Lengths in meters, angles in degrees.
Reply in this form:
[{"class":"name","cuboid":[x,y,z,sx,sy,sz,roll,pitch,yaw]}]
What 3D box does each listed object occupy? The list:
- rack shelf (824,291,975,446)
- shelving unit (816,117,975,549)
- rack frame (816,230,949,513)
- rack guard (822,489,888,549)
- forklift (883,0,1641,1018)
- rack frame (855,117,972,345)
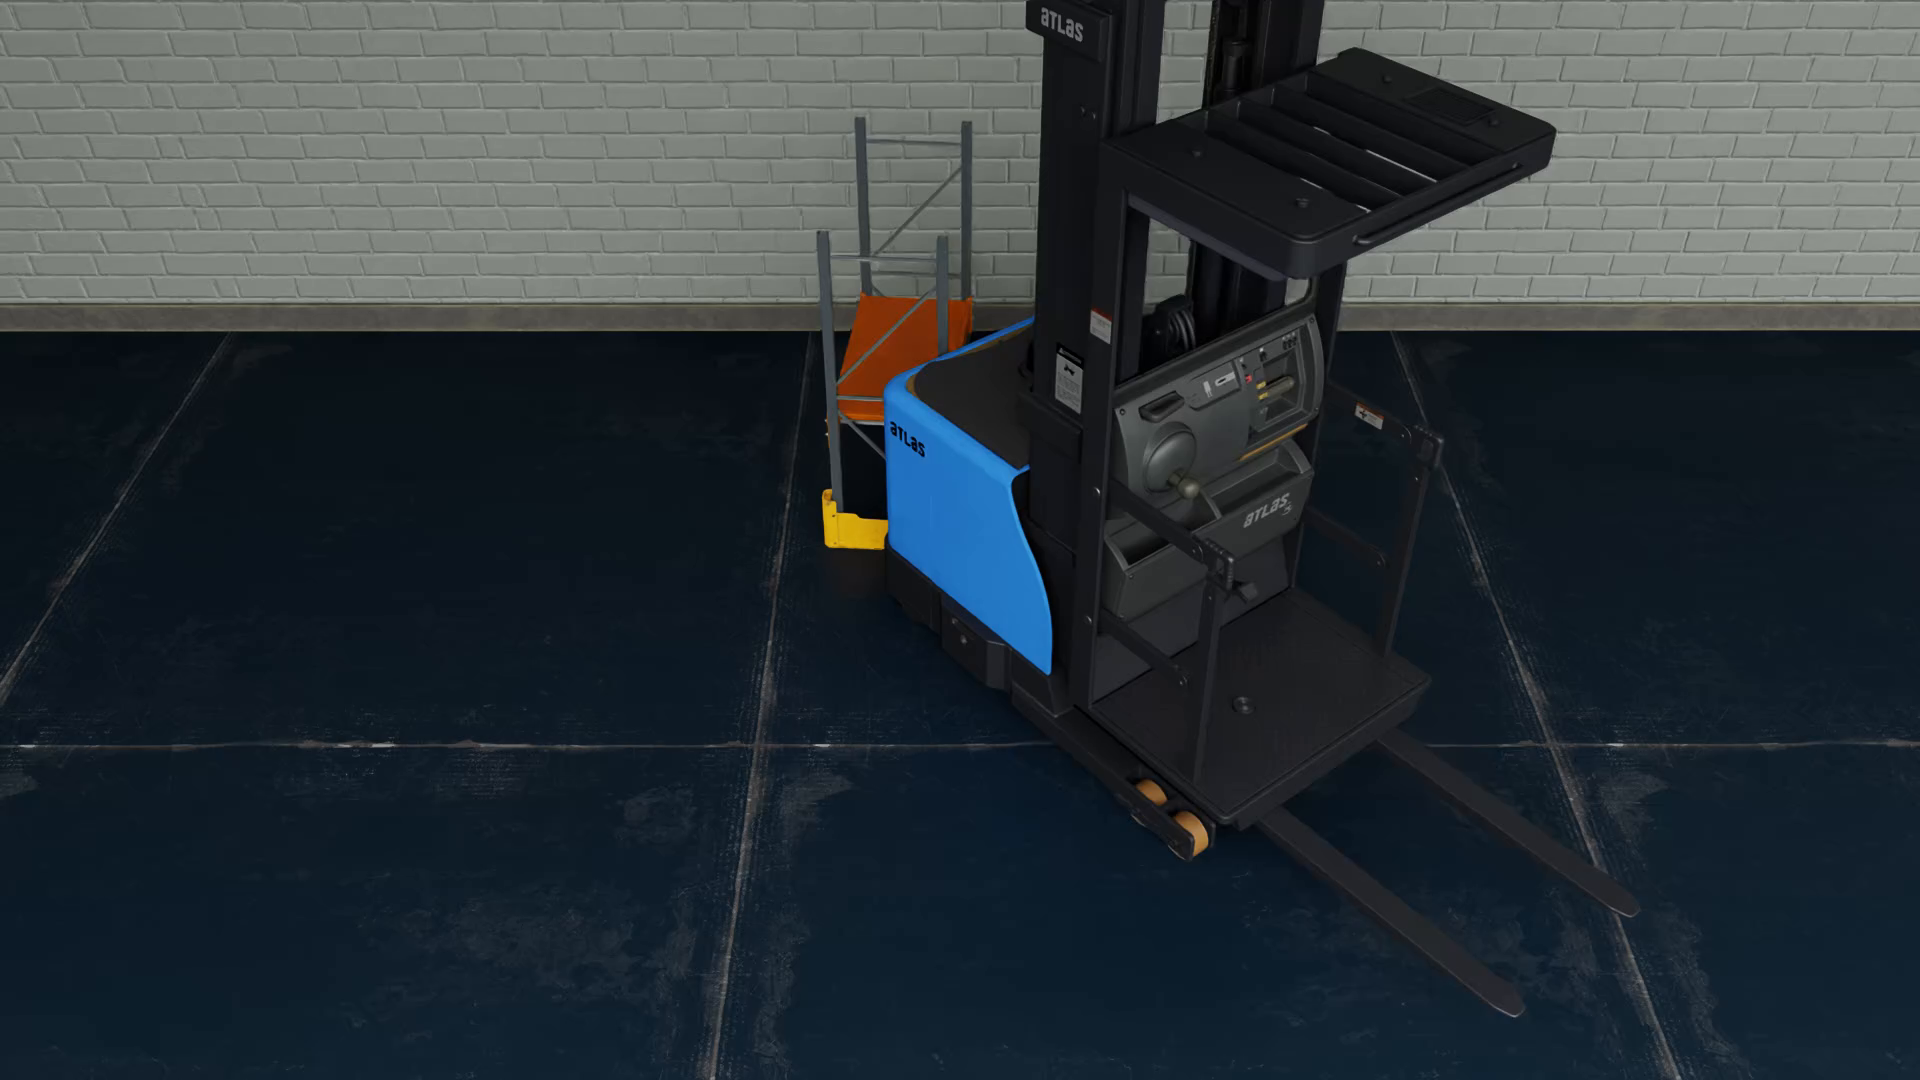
[{"class":"rack shelf","cuboid":[-0.247,-0.744,7.266,0.538,0.185,1.000,3,39,4]},{"class":"shelving unit","cuboid":[-0.247,-0.878,7.147,0.587,1.500,1.083,3,39,4]},{"class":"rack frame","cuboid":[-0.294,-0.567,6.759,0.500,1.500,0.032,3,39,4]},{"class":"rack guard","cuboid":[-0.294,-0.081,7.151,0.587,0.250,0.087,3,39,4]},{"class":"forklift","cuboid":[1.006,-0.380,5.380,1.130,2.935,3.031,-27,46,-29]},{"class":"rack frame","cuboid":[-0.199,-1.200,7.549,0.500,1.500,0.032,3,39,4]}]
